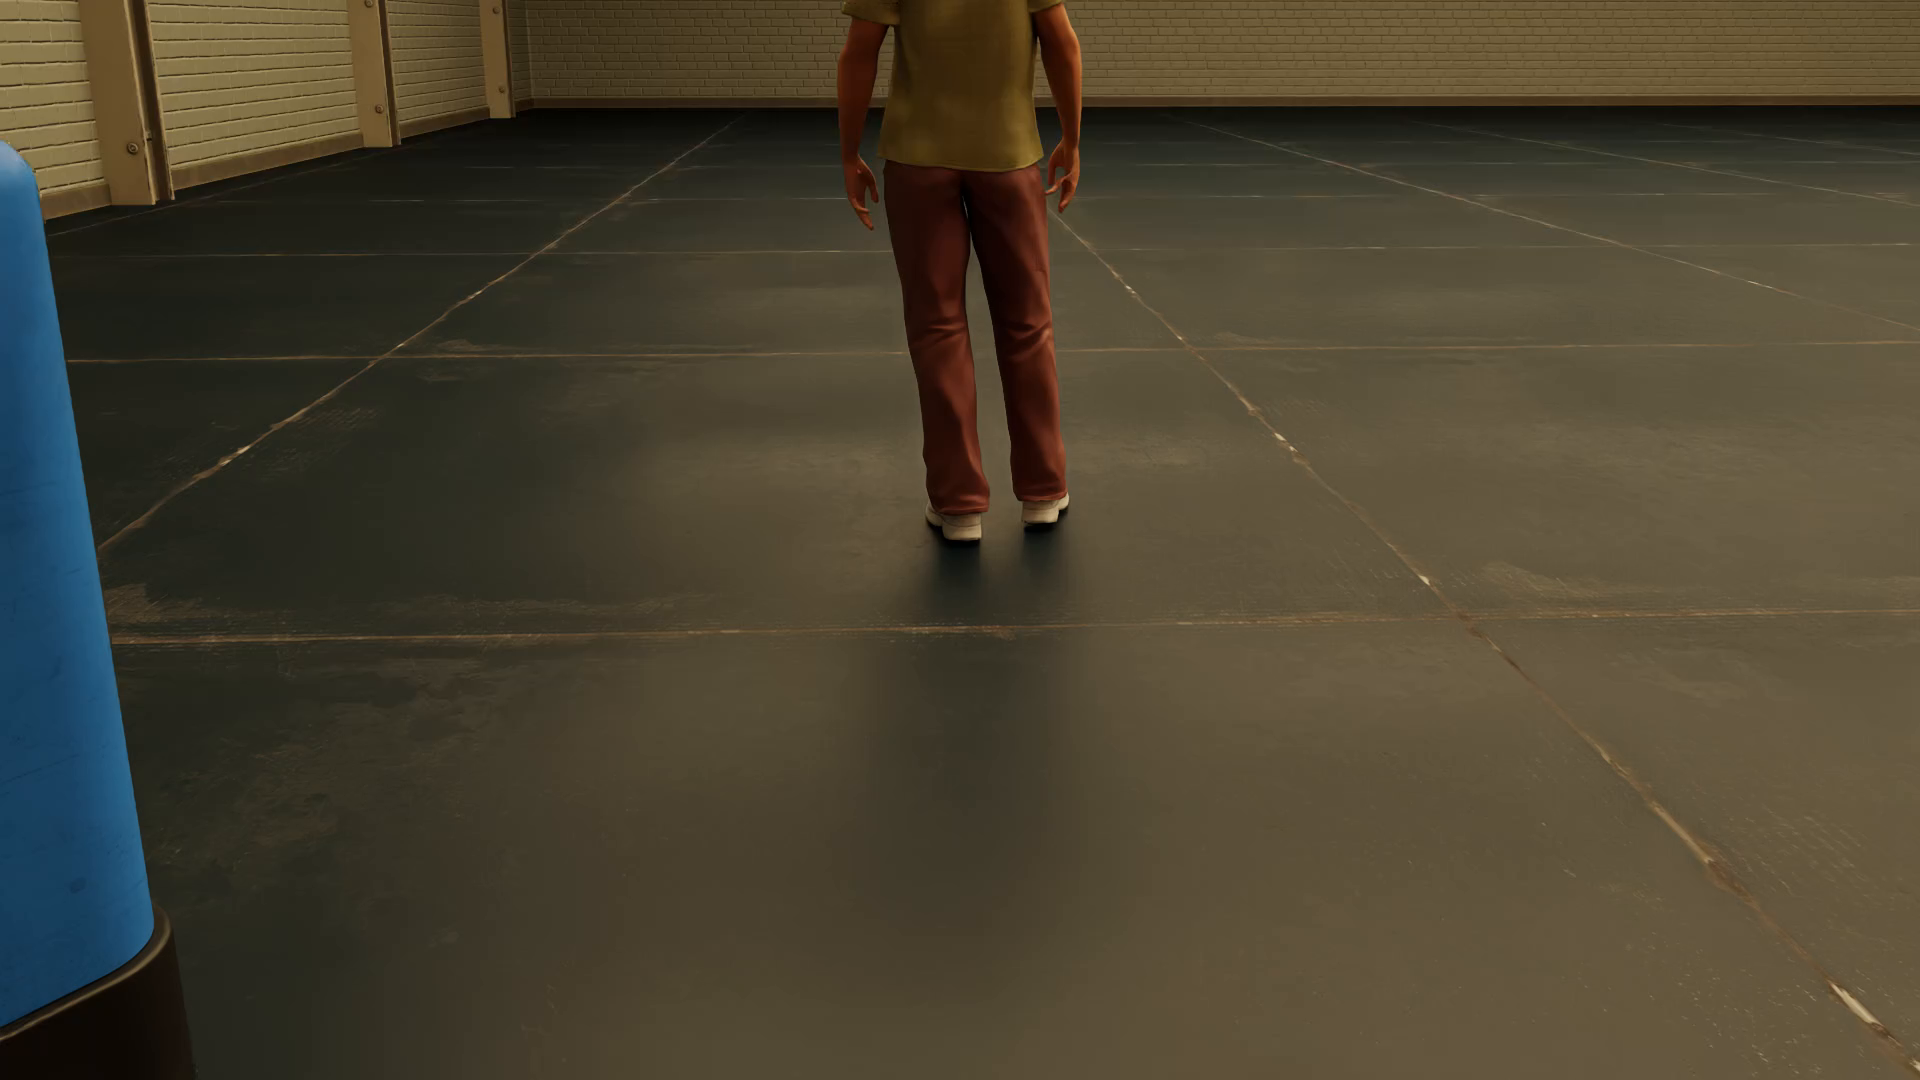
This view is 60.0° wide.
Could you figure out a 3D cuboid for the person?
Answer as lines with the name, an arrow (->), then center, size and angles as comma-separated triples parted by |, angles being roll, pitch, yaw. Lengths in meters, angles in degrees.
person -> 0.007, -0.830, 3.742 | 0.555, 1.675, 0.549 | -1, 17, -3
